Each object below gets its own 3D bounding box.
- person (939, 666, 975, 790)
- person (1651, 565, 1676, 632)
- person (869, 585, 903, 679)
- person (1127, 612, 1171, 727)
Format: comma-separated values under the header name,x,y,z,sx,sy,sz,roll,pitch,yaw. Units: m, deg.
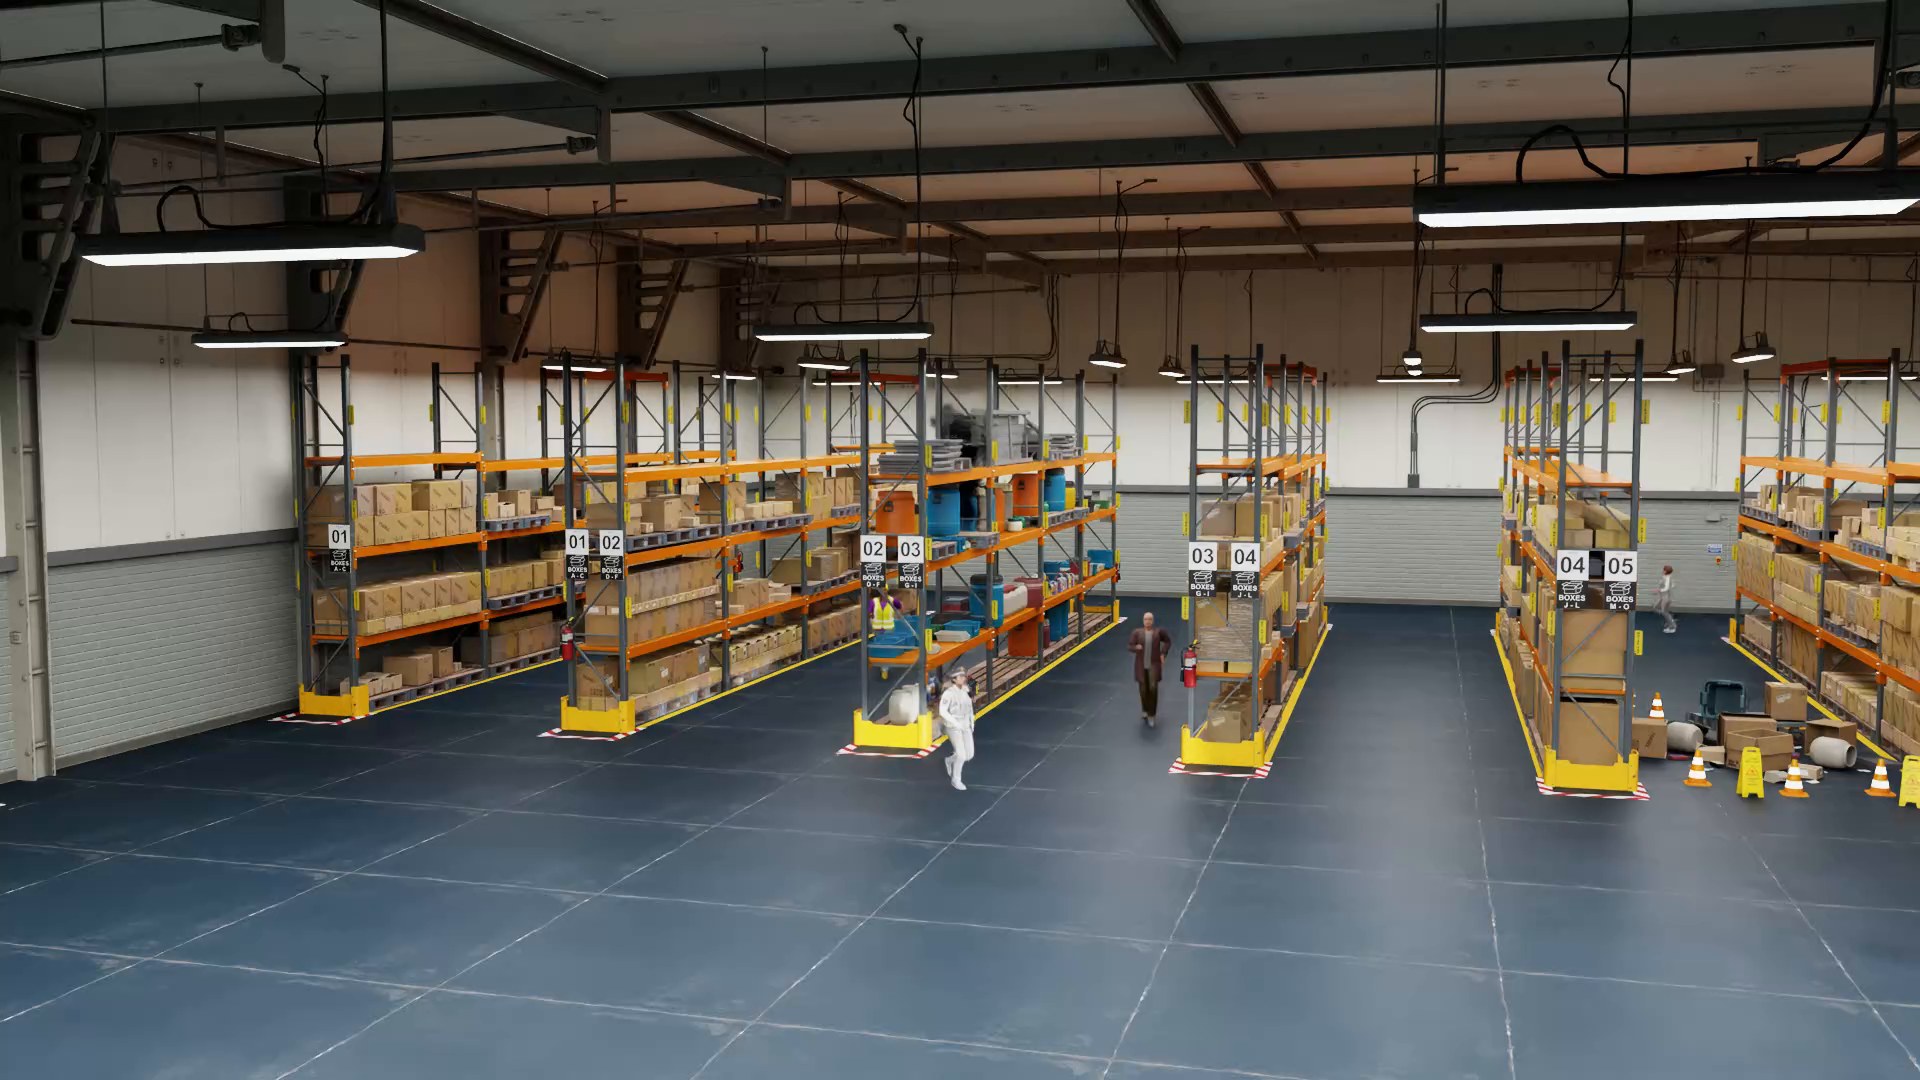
name,x,y,z,sx,sy,sz,roll,pitch,yaw
person,-0.043,2.516,22.384,0.571,1.669,0.653,4,6,45
person,16.212,1.343,38.304,0.581,1.559,0.527,1,4,14
person,-1.470,1.710,31.790,0.695,1.771,0.962,0,4,4
person,3.056,2.097,26.986,0.685,1.844,0.793,1,4,13
